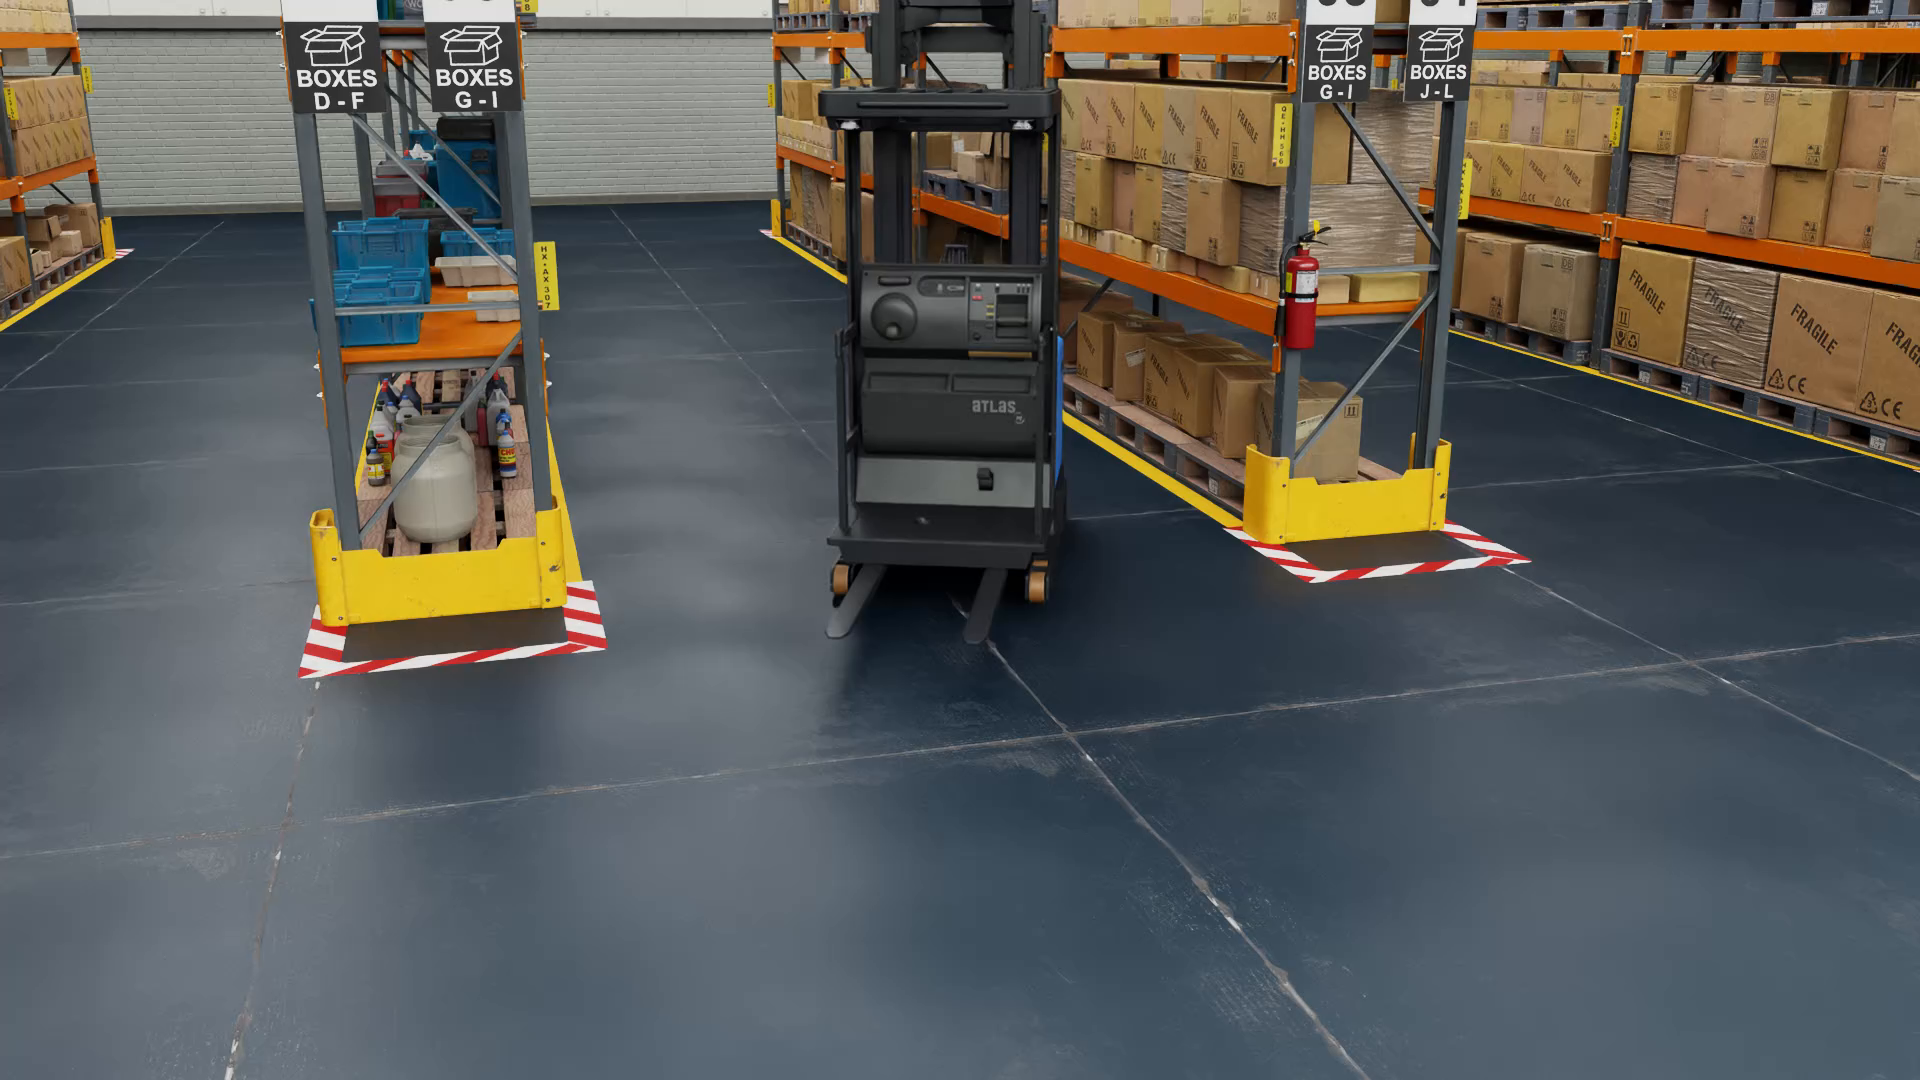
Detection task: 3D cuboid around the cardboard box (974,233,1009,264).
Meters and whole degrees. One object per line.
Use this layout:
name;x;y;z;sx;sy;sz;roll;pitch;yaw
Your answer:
cardboard box;0.421;-2.737;15.627;0.500;0.250;0.500;-3;17;-9

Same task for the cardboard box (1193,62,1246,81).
cardboard box;3.361;-5.942;21.590;0.500;0.500;0.500;-5;18;-17

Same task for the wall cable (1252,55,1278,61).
wall cable;5.810;-8.749;31.544;0.585;1.953;0.123;-5;17;-15

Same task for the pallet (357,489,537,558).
pallet;-2.796;0.004;9.071;1.003;0.211;1.213;-5;17;-15

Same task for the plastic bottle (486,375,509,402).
plastic bottle;-3.104;-0.929;11.170;0.144;0.351;0.185;-6;18;-18

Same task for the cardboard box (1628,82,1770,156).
cardboard box;6.017;-3.435;13.537;0.875;0.550;0.550;-5;17;-15

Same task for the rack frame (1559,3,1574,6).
rack frame;8.481;-8.456;21.962;1.000;3.000;0.127;-5;17;-15

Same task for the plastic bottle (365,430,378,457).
plastic bottle;-3.487;-0.503;9.869;0.061;0.283;0.133;-4;17;-14

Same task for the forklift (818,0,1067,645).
forklift;-0.067;-1.187;8.307;1.130;2.935;3.031;2;17;6

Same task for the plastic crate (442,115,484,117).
plastic crate;-6.637;-5.482;22.324;0.616;0.435;0.499;-5;17;-15

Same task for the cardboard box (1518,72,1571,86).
cardboard box;8.086;-6.219;23.029;0.500;0.500;0.500;-5;17;-16

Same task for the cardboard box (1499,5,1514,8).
cardboard box;8.080;-7.689;23.537;0.797;0.503;0.637;-3;17;-11

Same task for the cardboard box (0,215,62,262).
cardboard box;-11.094;-3.552;19.637;0.797;0.503;0.637;-5;17;-15

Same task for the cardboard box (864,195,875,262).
cardboard box;-0.355;-3.317;18.243;1.225;0.875;0.875;-5;17;-15

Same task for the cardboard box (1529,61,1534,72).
cardboard box;8.123;-6.562;23.045;0.380;0.149;0.250;-4;17;-14

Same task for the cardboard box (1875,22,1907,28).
cardboard box;10.027;-5.543;17.298;0.797;0.503;0.637;-5;17;-15

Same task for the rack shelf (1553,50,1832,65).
rack shelf;9.031;-6.122;20.655;1.077;0.370;4.000;-5;17;-15

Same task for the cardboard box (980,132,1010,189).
cardboard box;0.586;-3.310;14.347;0.797;0.503;0.637;-3;17;-10

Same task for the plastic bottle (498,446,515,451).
plastic bottle;-2.739;-0.514;10.049;0.097;0.201;0.097;0;17;0

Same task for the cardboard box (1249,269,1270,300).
cardboard box;1.906;-1.492;9.641;0.380;0.149;0.250;-5;17;-15

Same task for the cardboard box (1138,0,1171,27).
cardboard box;1.458;-3.378;10.529;0.500;0.250;0.500;-5;17;-16

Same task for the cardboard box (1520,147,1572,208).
cardboard box;5.409;-3.262;14.923;0.500;0.500;0.500;-5;17;-16

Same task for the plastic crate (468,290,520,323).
plastic crate;-2.448;-1.236;8.810;0.298;0.136;0.250;-5;17;-15

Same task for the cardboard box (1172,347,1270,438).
cardboard box;1.744;-0.996;11.168;0.500;0.500;0.500;-3;17;-10

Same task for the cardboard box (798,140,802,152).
cardboard box;-1.942;-5.236;22.107;0.380;0.149;0.250;-5;17;-17

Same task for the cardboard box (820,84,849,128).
cardboard box;-1.430;-5.336;20.441;0.500;0.500;0.500;-4;17;-14

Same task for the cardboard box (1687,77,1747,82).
cardboard box;9.038;-5.267;19.861;0.500;0.500;0.500;-4;17;-14

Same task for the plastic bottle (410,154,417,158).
plastic bottle;-5.794;-3.934;17.552;0.152;0.276;0.135;-5;17;-15

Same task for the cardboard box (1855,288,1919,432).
cardboard box;6.798;-1.211;11.231;0.875;0.875;0.875;-5;17;-15

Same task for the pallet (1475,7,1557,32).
pallet;5.387;-4.921;15.734;1.003;0.211;1.213;-4;17;-13

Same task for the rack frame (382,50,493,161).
rack frame;-4.710;-3.302;15.230;1.000;3.000;0.127;-5;17;-15

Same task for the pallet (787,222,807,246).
pallet;-1.851;-4.356;23.586;1.003;0.211;1.213;-5;17;-15

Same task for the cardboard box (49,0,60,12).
cardboard box;-11.148;-6.468;19.948;0.500;0.250;0.500;-5;17;-15

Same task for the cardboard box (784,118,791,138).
cardboard box;-2.125;-5.679;22.889;0.500;0.250;0.500;-5;17;-16

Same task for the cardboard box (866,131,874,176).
cardboard box;-0.738;-4.281;18.315;0.500;0.500;0.500;-4;17;-14

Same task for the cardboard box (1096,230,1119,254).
cardboard box;1.180;-2.105;11.684;0.380;0.149;0.250;-5;17;-15

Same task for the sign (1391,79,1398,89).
sign;6.847;-7.100;26.232;0.100;0.325;0.005;-5;17;-15

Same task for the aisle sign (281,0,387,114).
aisle sign;-2.777;-2.291;7.345;0.394;0.787;0.004;-5;17;-15

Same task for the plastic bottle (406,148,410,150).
plastic bottle;-6.082;-4.180;18.357;0.061;0.283;0.133;-5;17;-15

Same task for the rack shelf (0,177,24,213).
rack shelf;-10.023;-3.120;15.875;1.077;0.370;4.000;-5;17;-15

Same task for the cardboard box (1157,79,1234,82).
cardboard box;1.678;-3.015;11.847;0.500;0.500;0.500;-5;17;-15

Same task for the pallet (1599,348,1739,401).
pallet;6.082;-1.399;13.743;1.003;0.211;1.213;-5;17;-15

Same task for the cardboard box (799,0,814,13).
cardboard box;-1.724;-7.196;21.902;0.700;0.500;0.500;-6;18;-19

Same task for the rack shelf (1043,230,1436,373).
rack shelf;1.701;-1.689;11.112;1.077;0.370;4.000;-5;17;-15

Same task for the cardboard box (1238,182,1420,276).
cardboard box;2.126;-1.825;9.623;0.875;0.500;0.500;-5;17;-15

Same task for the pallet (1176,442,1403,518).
pallet;2.041;-0.394;10.395;1.003;0.211;1.213;-5;17;-15

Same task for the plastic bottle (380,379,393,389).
plastic bottle;-3.945;-0.977;11.467;0.097;0.271;0.097;0;17;0

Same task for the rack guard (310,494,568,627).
rack guard;-2.578;0.091;8.280;1.175;0.500;0.348;-5;17;-15
